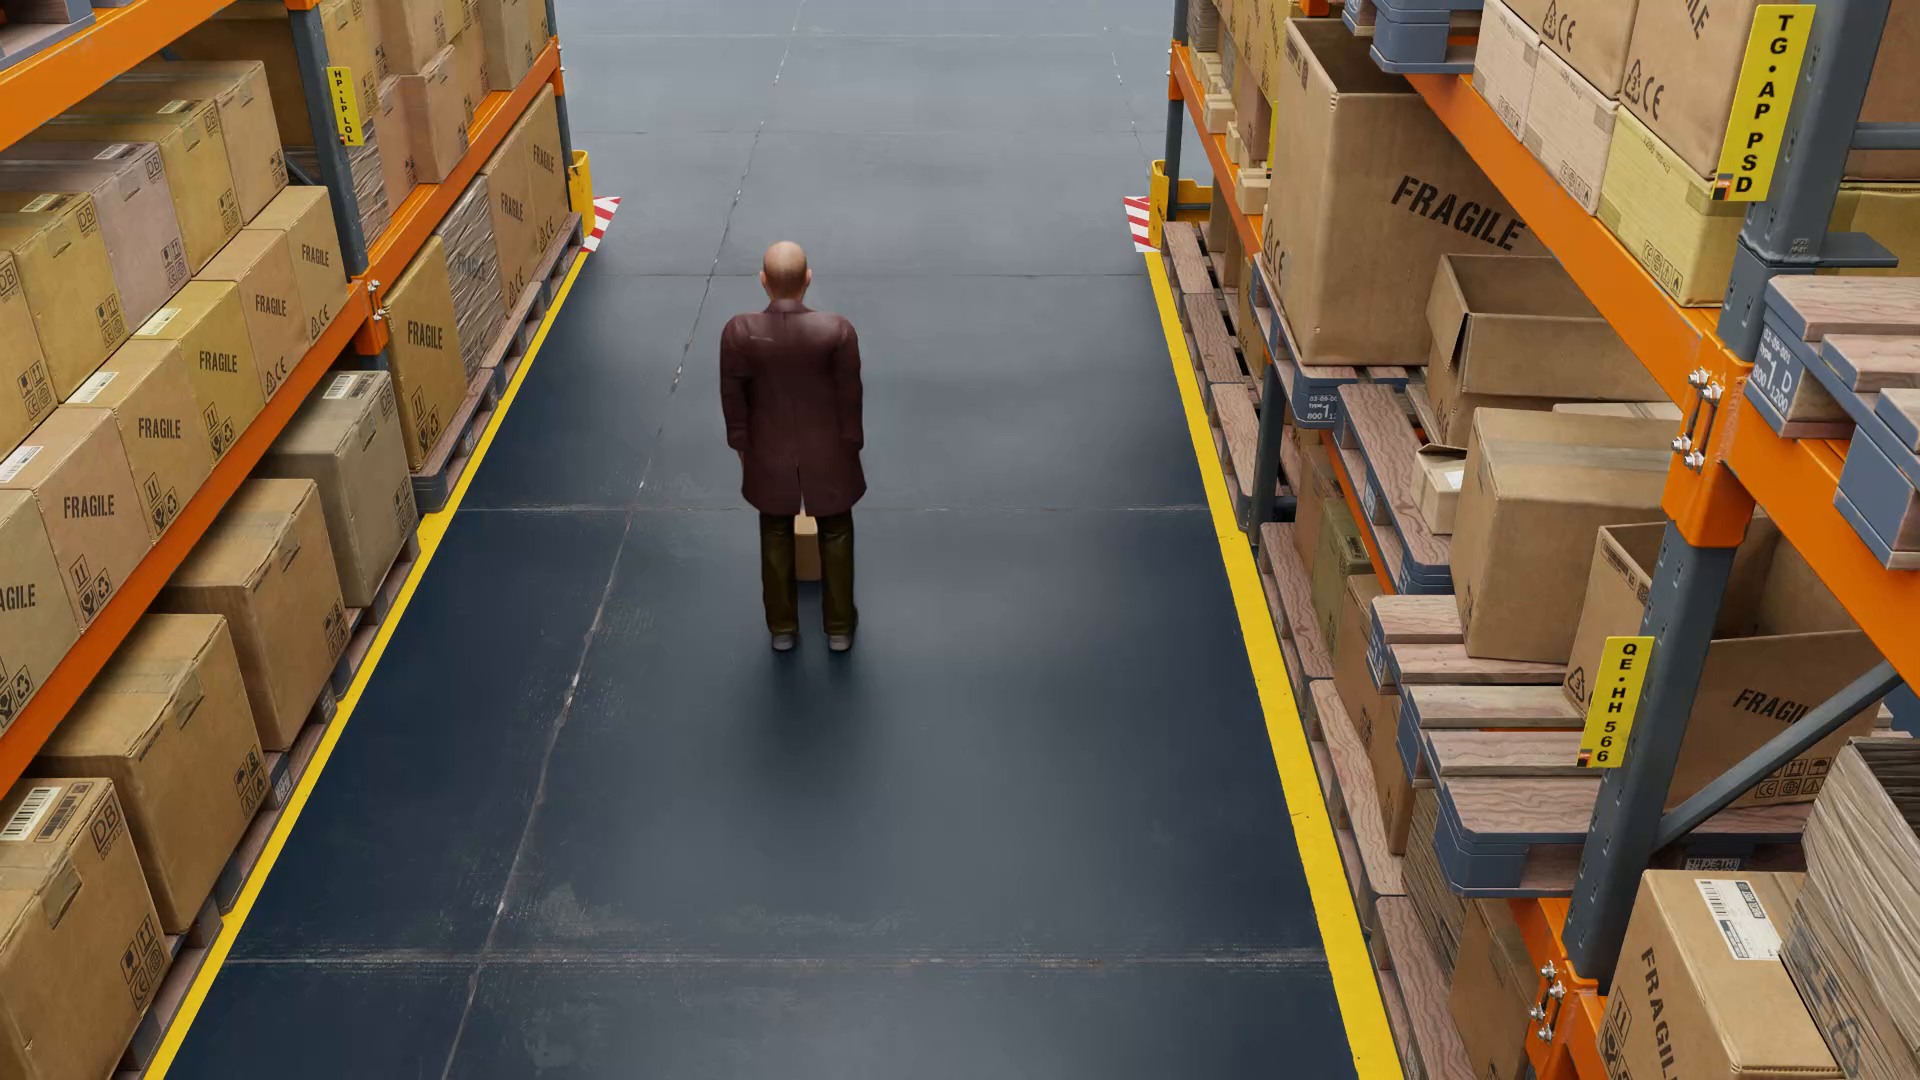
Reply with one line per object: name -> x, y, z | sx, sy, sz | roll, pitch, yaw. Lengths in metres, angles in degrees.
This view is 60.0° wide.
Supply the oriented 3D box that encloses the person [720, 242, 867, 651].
person -> -0.667, -0.364, 6.772 | 0.567, 1.765, 0.378 | 0, 31, 1
